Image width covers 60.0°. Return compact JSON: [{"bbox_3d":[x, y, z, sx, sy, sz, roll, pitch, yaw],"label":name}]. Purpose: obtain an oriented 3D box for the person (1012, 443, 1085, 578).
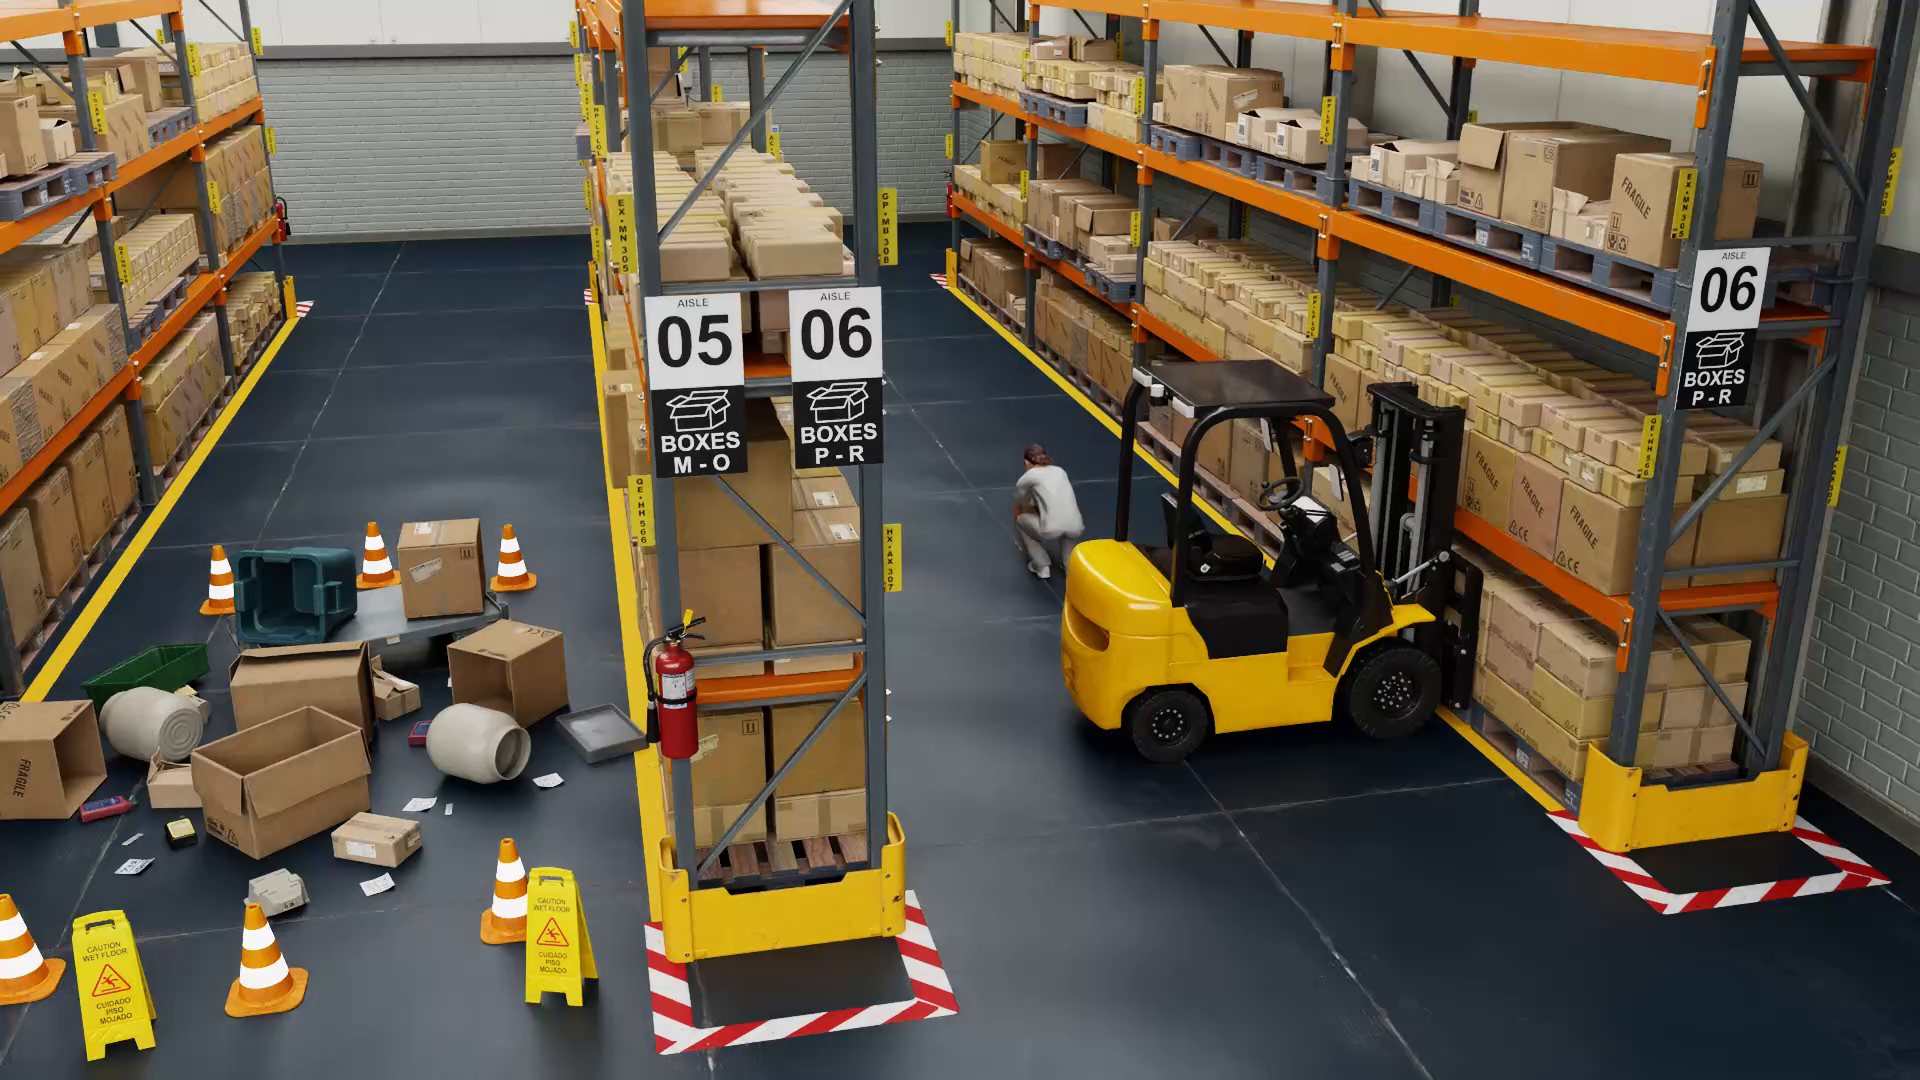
[{"bbox_3d":[0.676,-0.233,12.834,0.490,0.932,0.805,-5,20,-12],"label":"person"}]
